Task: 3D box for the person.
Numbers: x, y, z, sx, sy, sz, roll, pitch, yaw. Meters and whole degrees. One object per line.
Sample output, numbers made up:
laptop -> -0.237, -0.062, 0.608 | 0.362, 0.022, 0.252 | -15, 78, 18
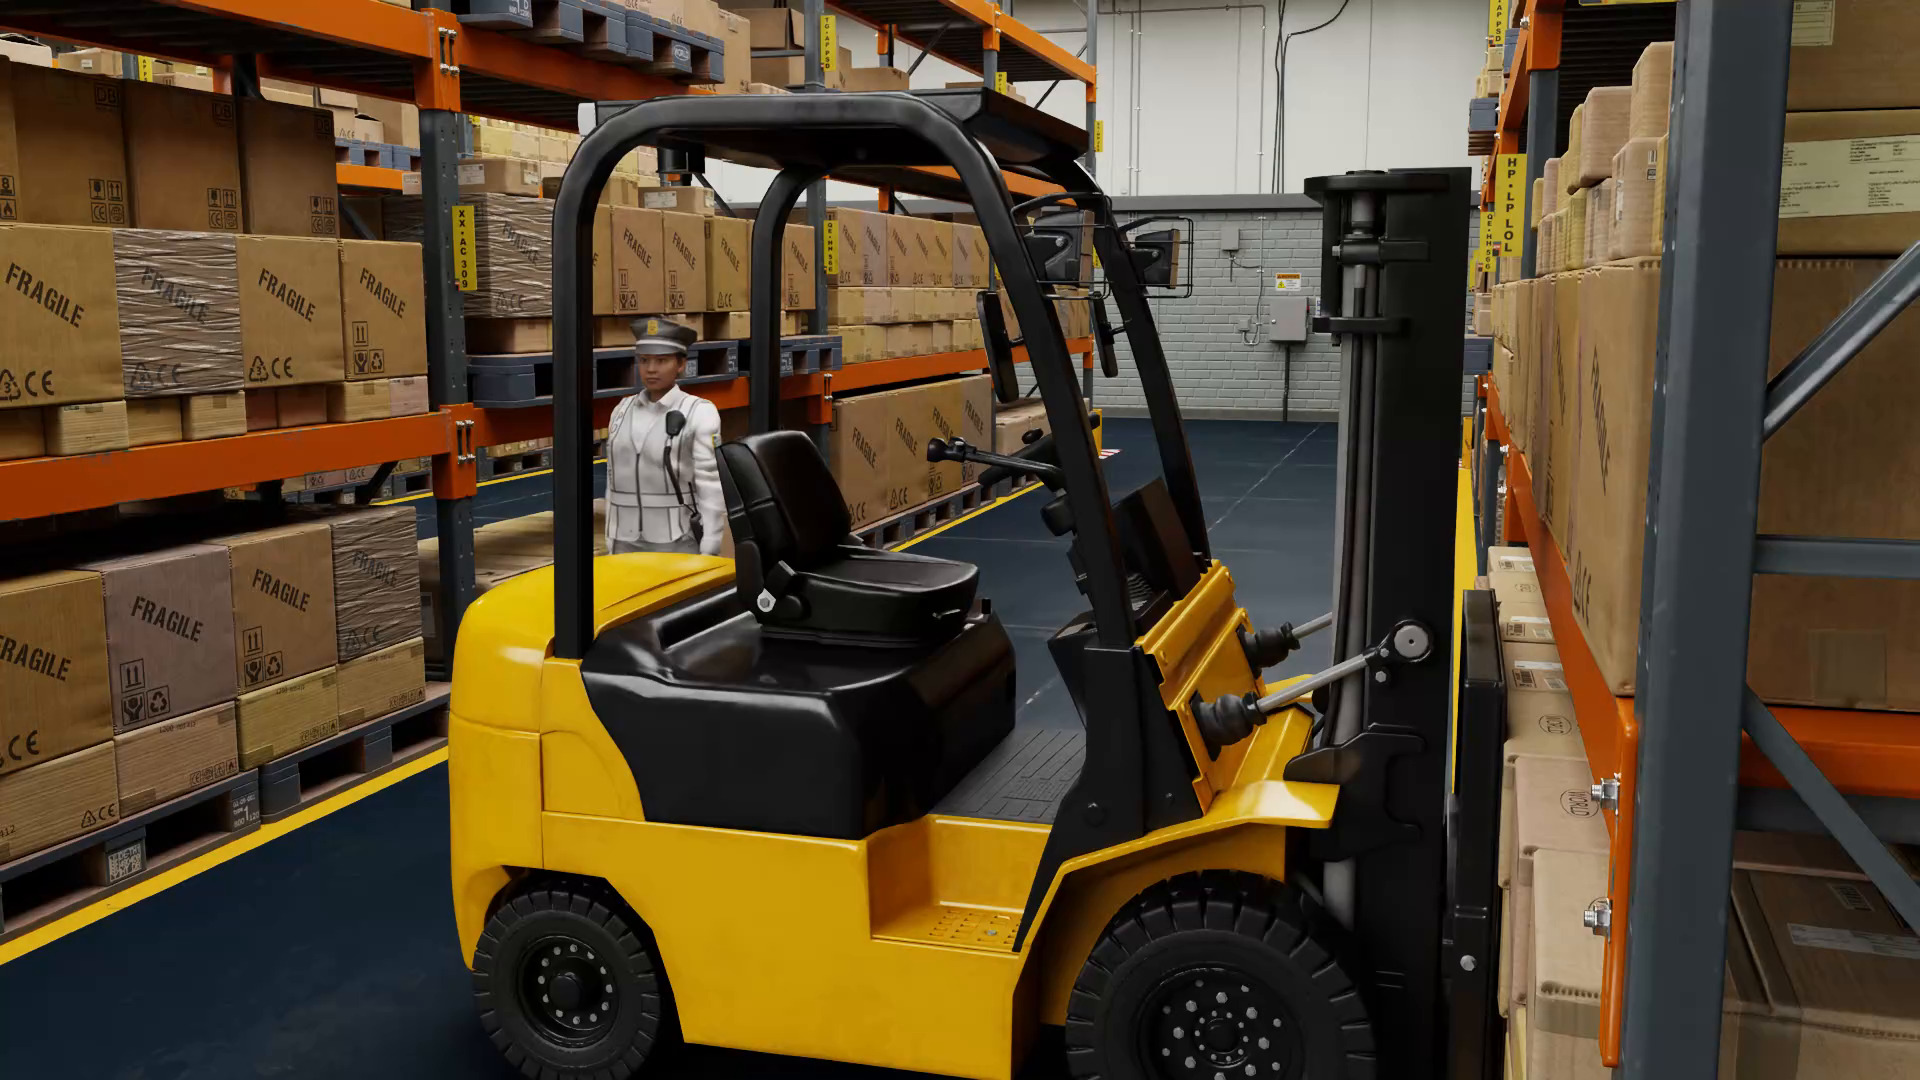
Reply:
person -> -1.078, 0.059, 6.036 | 0.466, 1.723, 0.343 | 3, 9, 17
